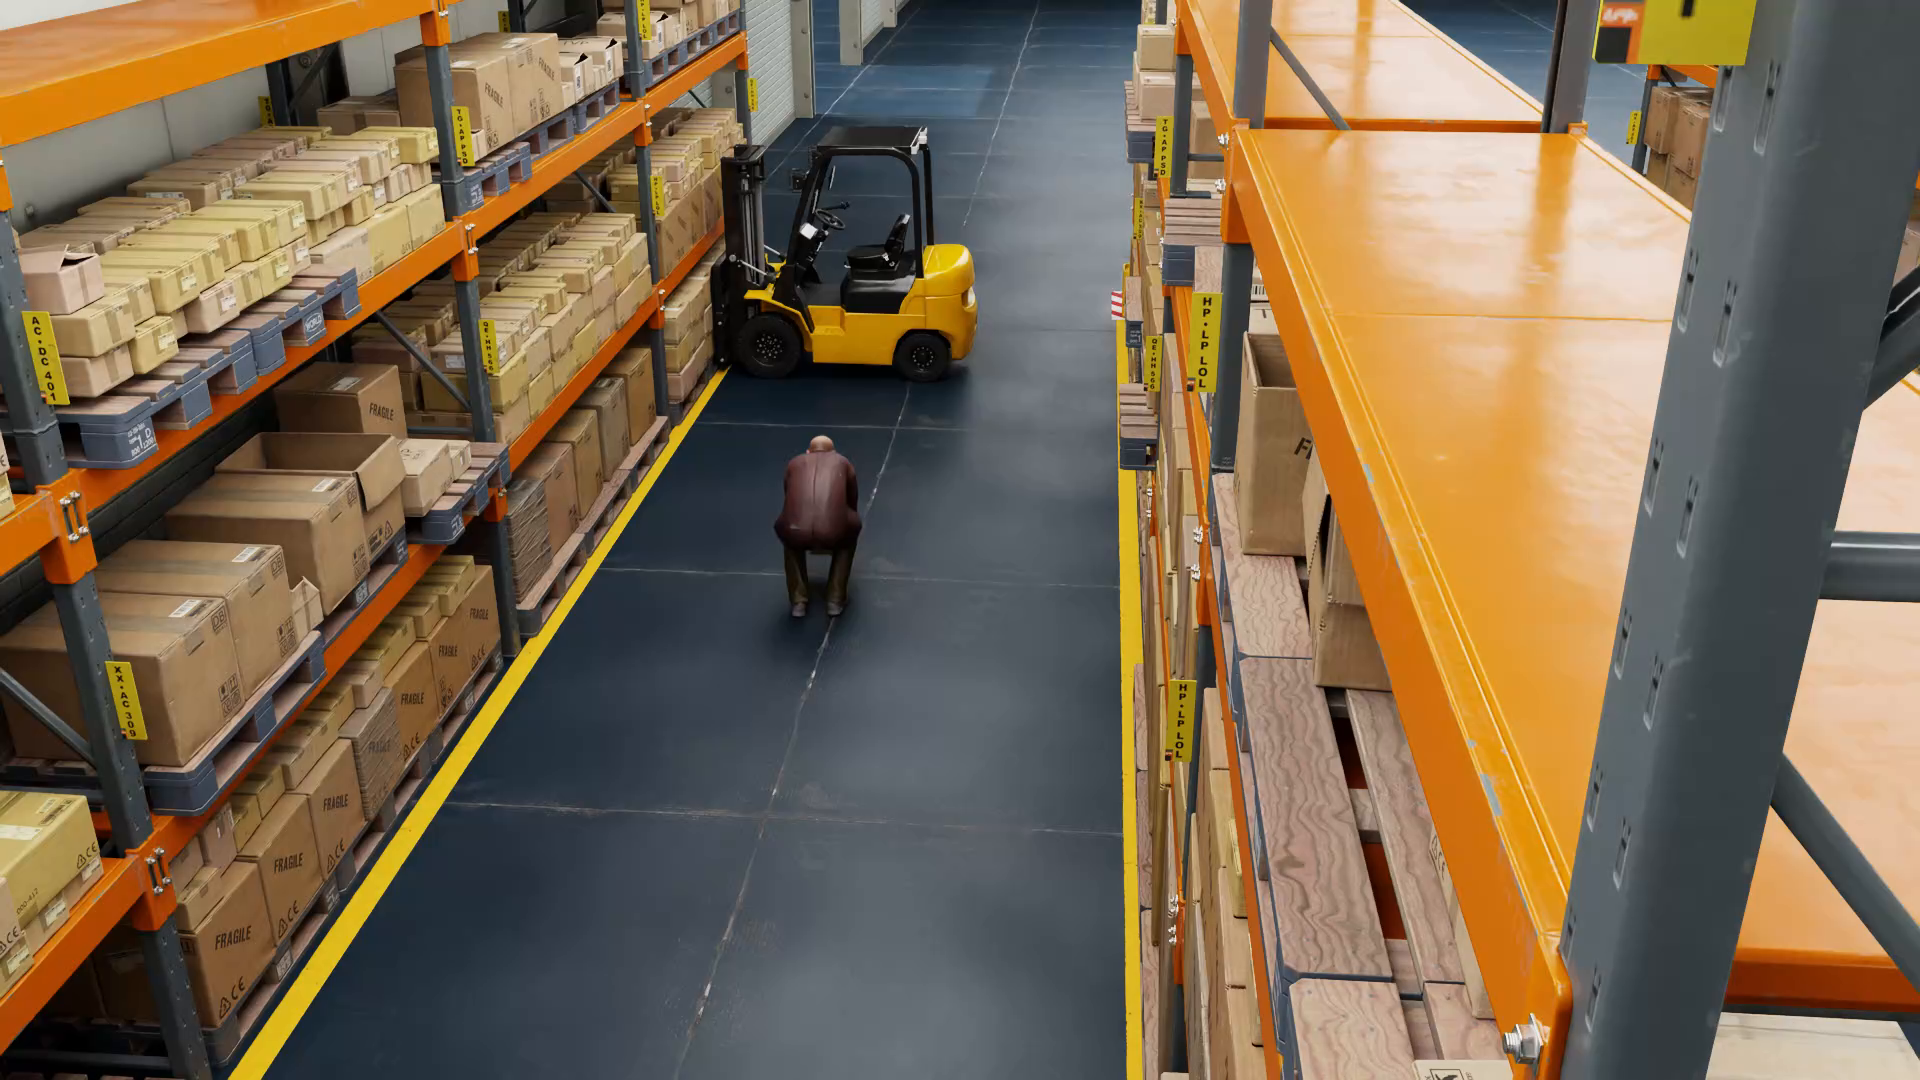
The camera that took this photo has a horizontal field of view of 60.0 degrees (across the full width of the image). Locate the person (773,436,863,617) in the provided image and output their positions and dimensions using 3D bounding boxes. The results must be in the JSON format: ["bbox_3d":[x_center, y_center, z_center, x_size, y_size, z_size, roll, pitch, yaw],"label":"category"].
[{"bbox_3d":[-0.935,-0.073,11.124,0.591,1.019,0.939,1,24,2],"label":"person"}]
